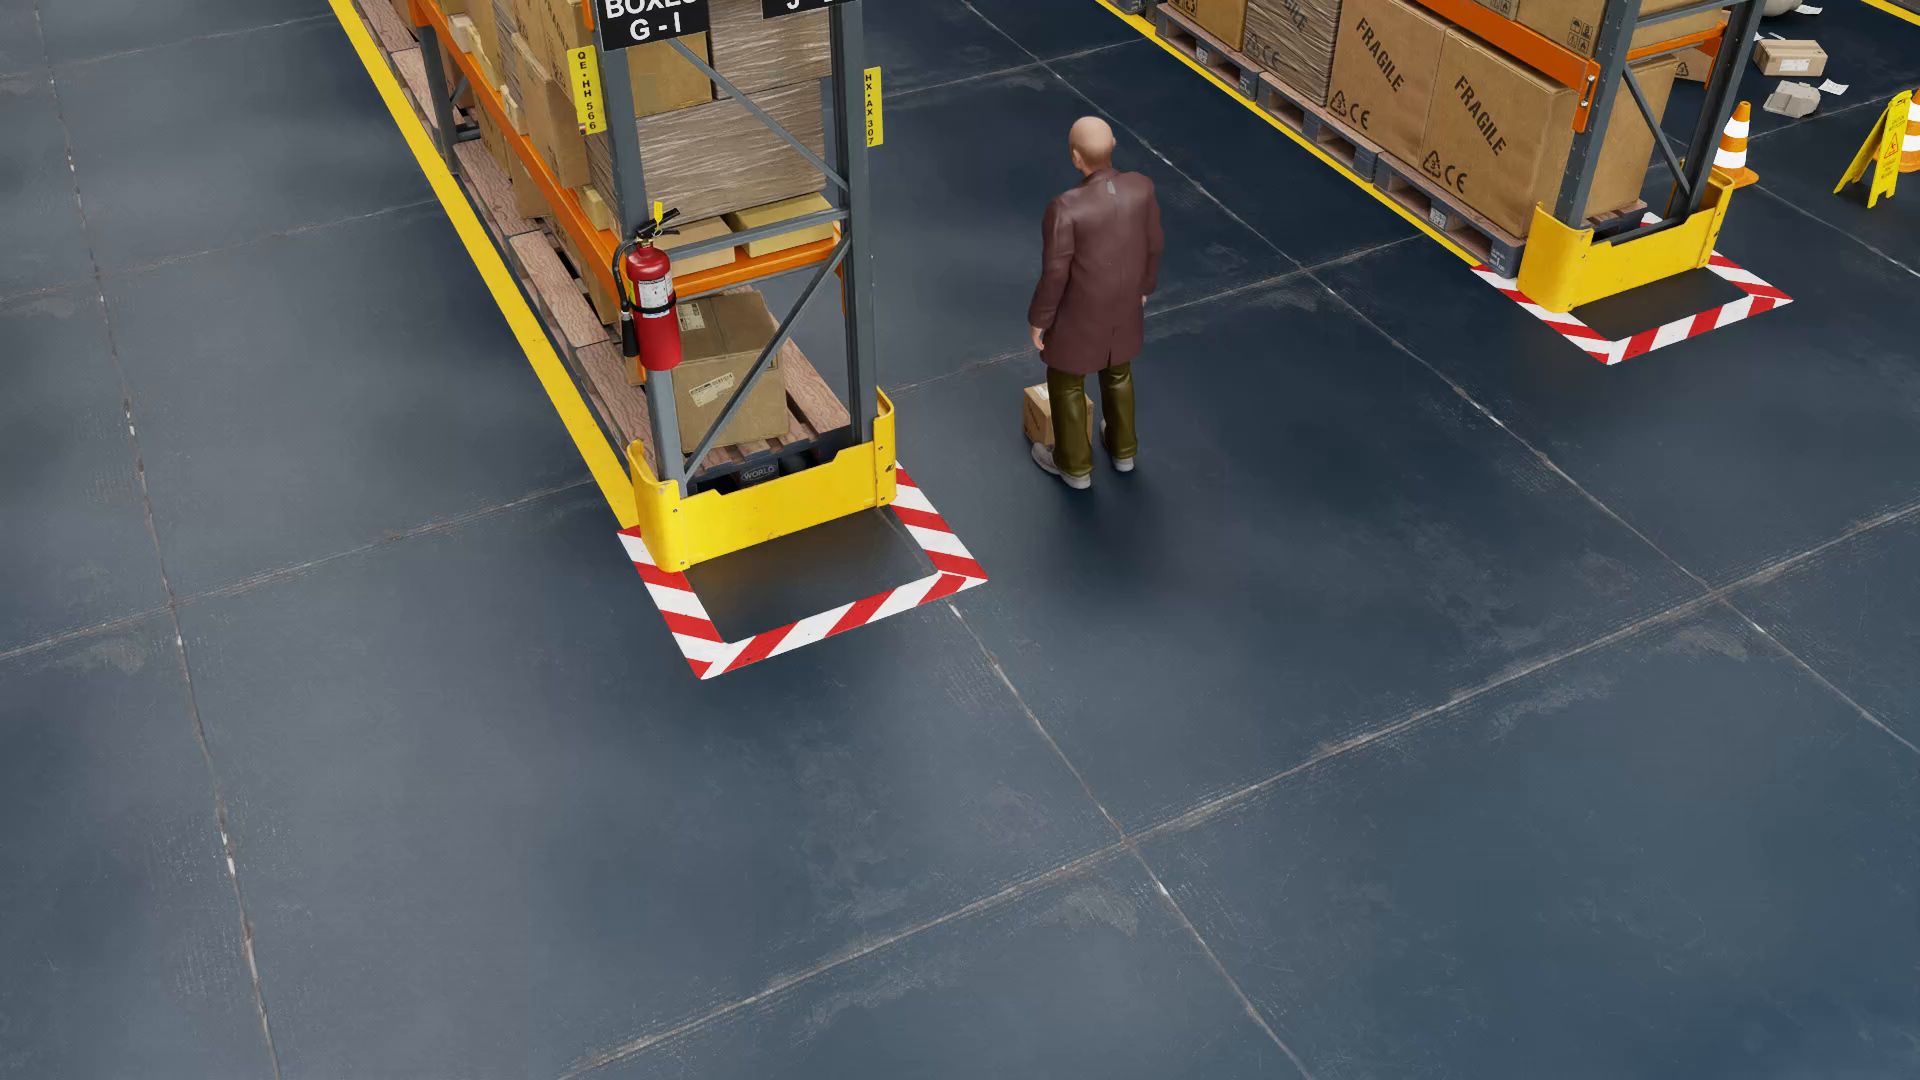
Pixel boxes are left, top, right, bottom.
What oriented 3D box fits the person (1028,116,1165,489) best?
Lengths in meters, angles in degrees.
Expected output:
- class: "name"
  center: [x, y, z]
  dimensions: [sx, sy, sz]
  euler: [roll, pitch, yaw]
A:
- class: "person"
  center: [0.590, -1.029, 7.366]
  dimensions: [0.650, 1.773, 0.418]
  euler: [-20, 44, -21]
